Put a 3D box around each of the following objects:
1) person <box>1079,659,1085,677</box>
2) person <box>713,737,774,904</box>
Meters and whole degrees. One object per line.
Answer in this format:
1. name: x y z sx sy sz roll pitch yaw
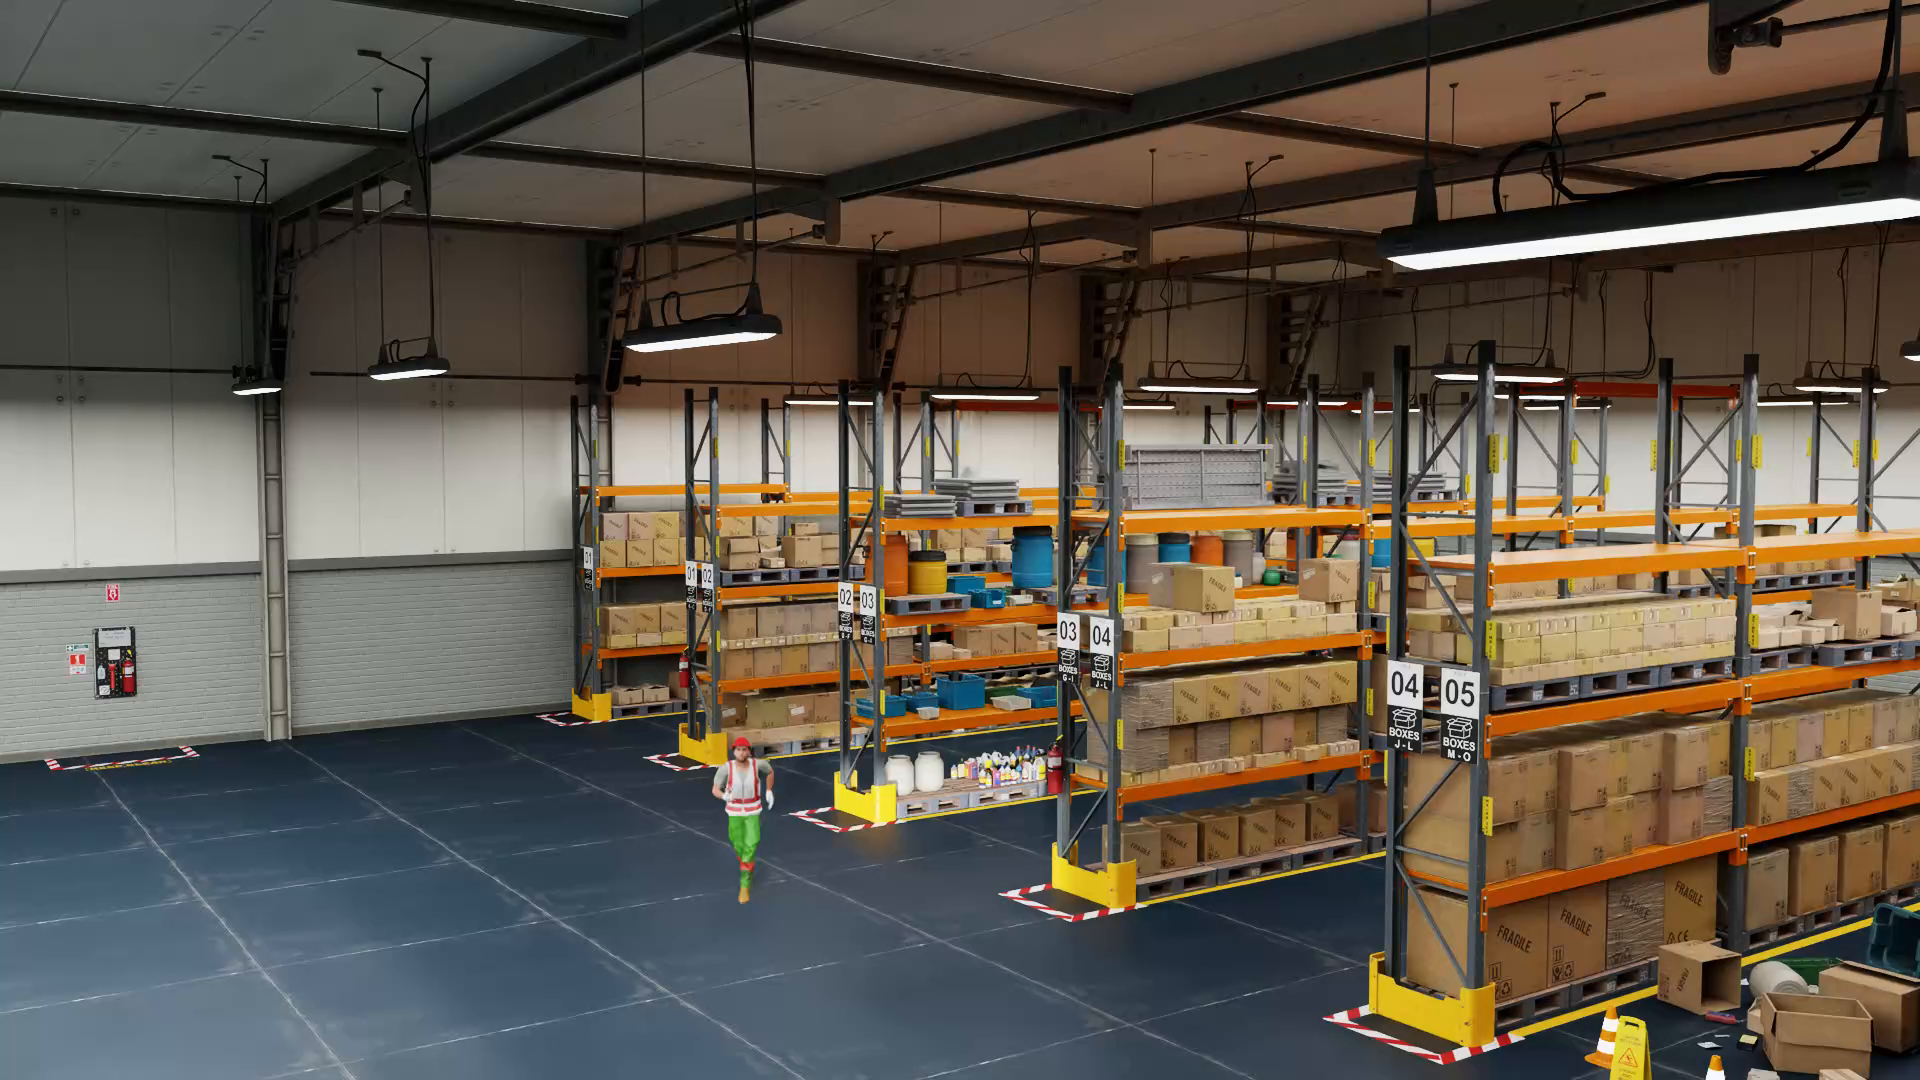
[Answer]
1. person: 2.428 2.376 33.215 0.578 1.618 0.582 -3 4 -39
2. person: -2.464 3.146 18.936 0.690 1.849 0.912 0 3 -5
